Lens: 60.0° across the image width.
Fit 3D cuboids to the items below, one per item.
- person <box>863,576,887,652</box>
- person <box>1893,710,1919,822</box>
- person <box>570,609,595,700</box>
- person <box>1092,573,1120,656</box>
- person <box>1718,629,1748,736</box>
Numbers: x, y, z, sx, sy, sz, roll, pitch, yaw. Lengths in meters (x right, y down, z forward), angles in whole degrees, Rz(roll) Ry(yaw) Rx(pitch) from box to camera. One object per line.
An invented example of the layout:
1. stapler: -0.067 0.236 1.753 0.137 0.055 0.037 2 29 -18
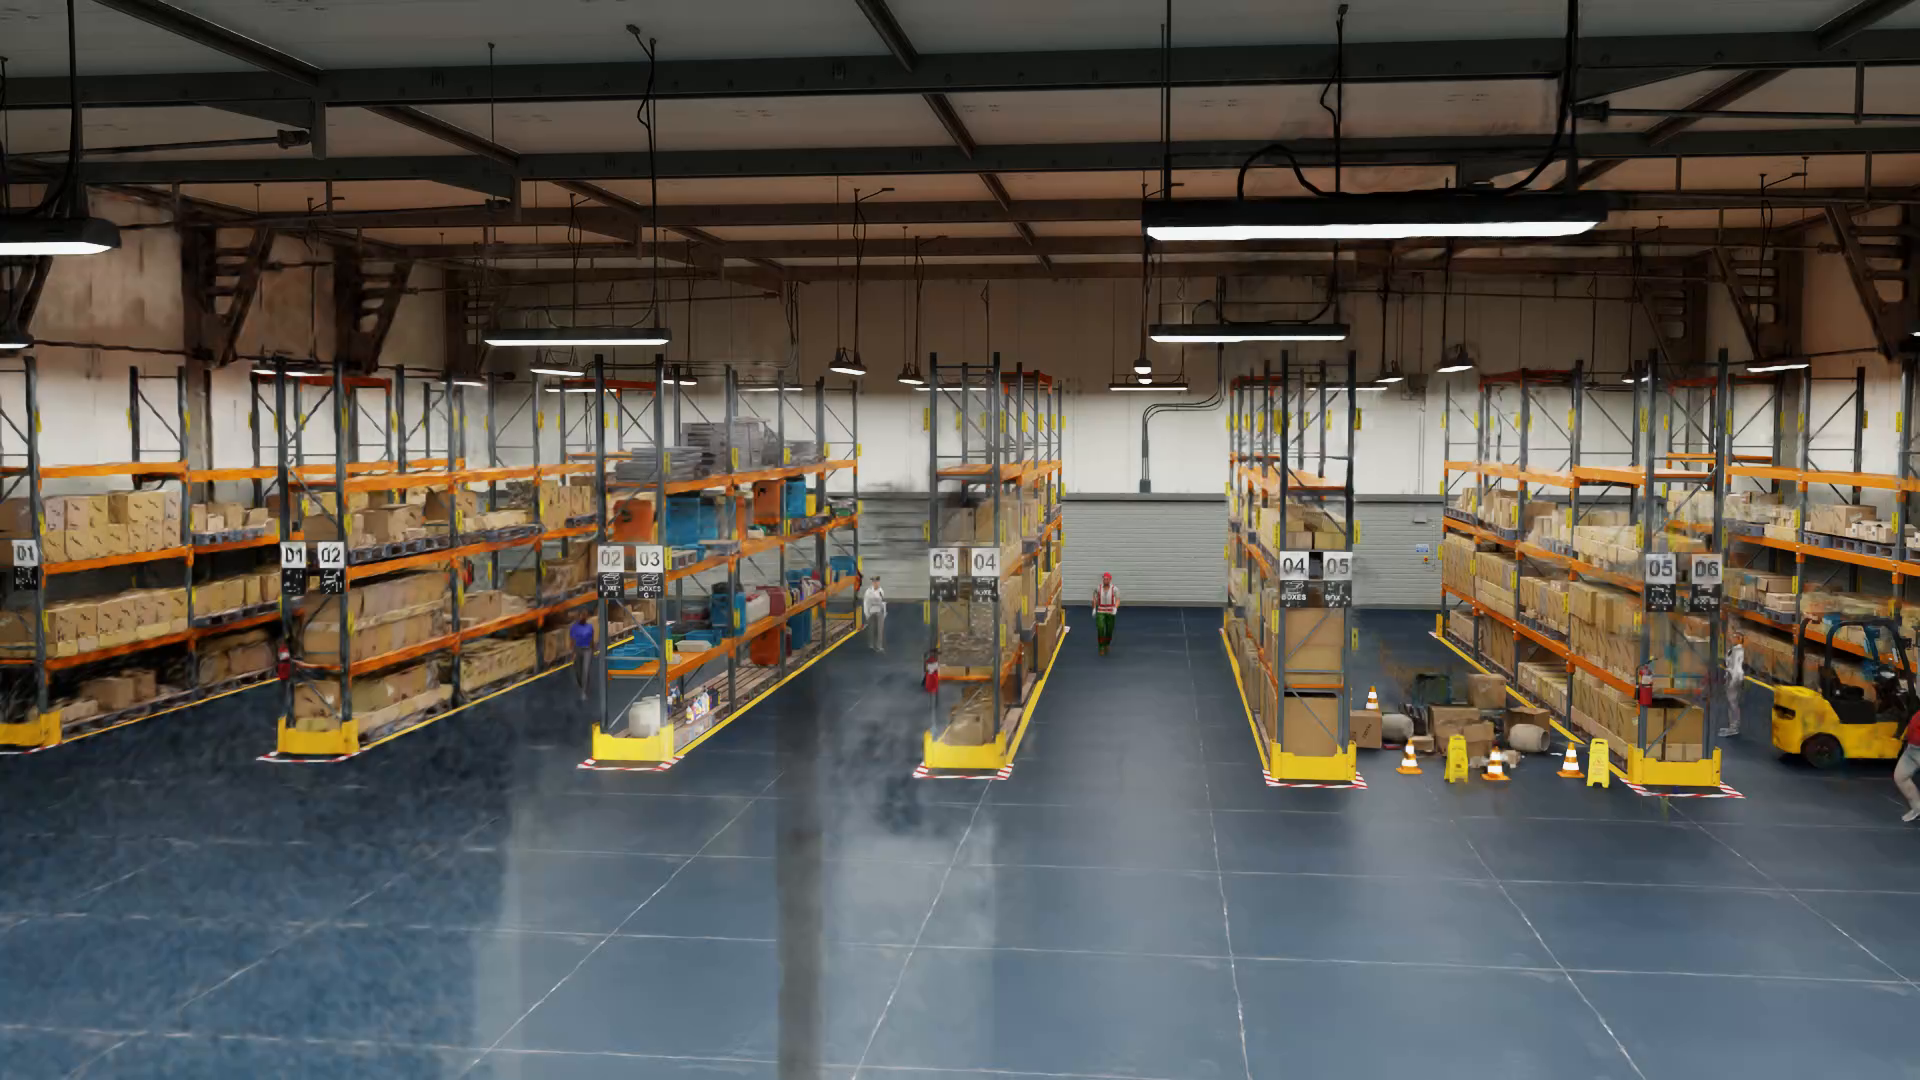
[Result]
1. person: -1.848 1.603 36.365 0.549 1.648 0.928 -1 4 -13
2. person: 11.934 2.683 20.552 0.402 1.735 0.675 -1 4 -11
3. person: -6.876 2.063 30.245 0.402 1.608 0.964 0 4 0
4. person: 3.157 1.616 36.028 0.603 1.832 0.852 1 4 9
5. person: 12.415 2.281 26.716 0.377 1.705 0.564 3 5 37
